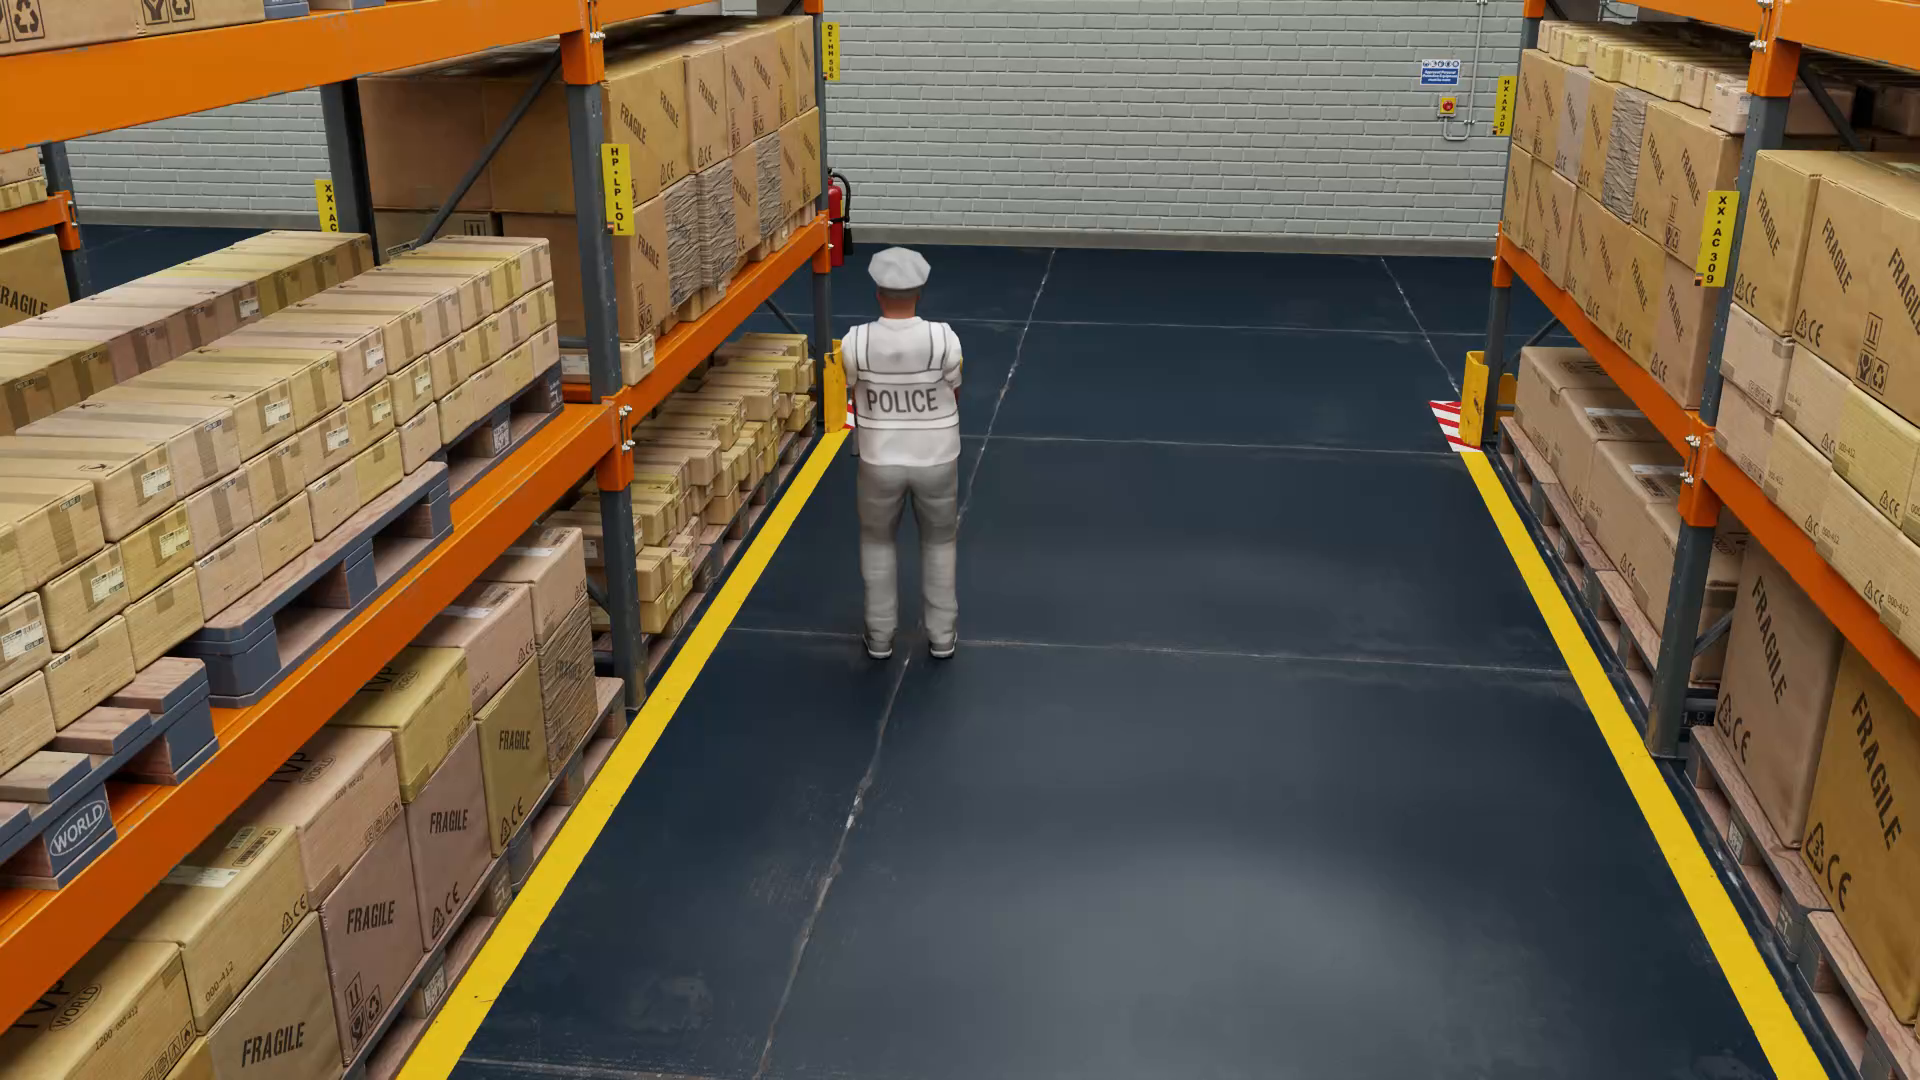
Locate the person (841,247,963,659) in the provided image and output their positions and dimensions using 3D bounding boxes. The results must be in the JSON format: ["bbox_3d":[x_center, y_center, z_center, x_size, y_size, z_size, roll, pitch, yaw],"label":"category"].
[{"bbox_3d":[-0.238,-0.373,7.018,0.493,1.767,0.566,-1,21,-1],"label":"person"}]
